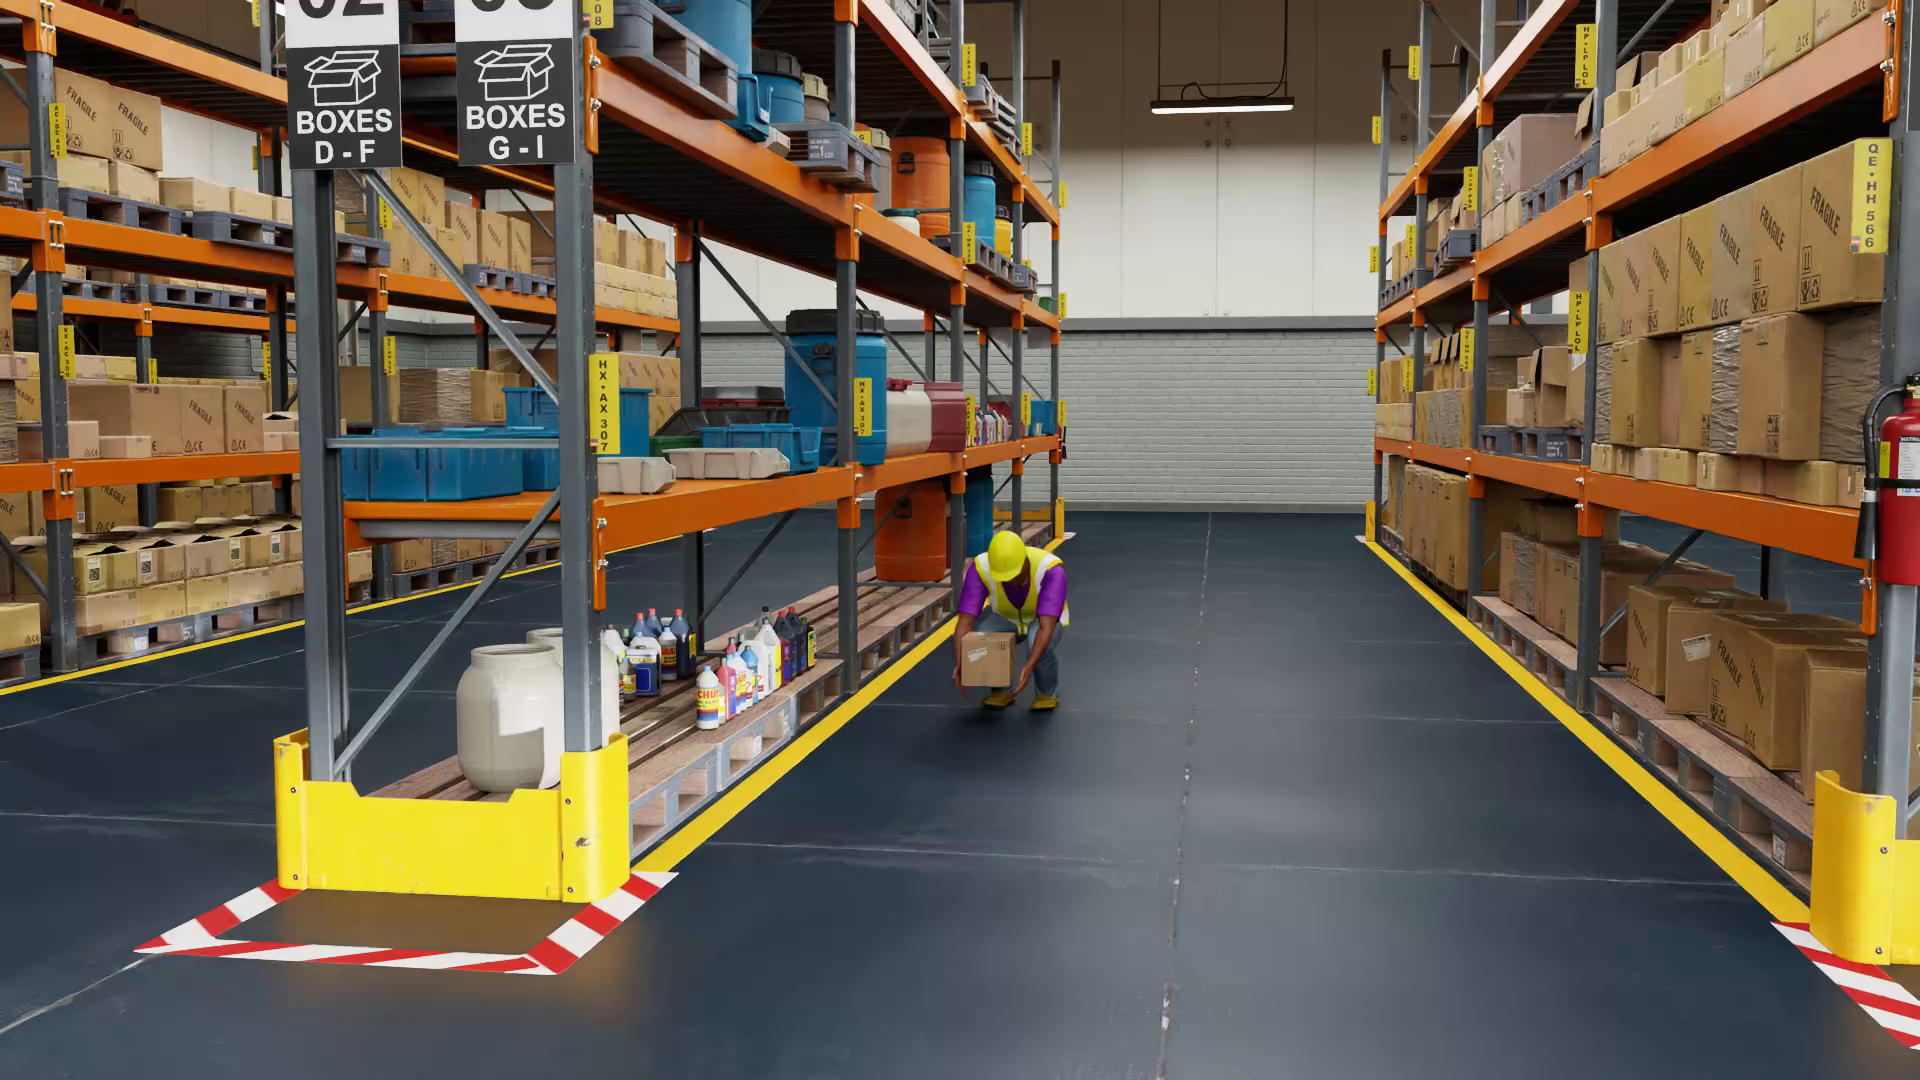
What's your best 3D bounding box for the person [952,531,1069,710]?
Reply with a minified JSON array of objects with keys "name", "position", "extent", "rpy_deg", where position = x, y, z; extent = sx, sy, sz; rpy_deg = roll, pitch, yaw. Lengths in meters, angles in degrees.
[{"name":"person","position":[0.320,0.429,8.957],"extent":[0.578,1.001,0.919],"rpy_deg":[2,5,23]}]
